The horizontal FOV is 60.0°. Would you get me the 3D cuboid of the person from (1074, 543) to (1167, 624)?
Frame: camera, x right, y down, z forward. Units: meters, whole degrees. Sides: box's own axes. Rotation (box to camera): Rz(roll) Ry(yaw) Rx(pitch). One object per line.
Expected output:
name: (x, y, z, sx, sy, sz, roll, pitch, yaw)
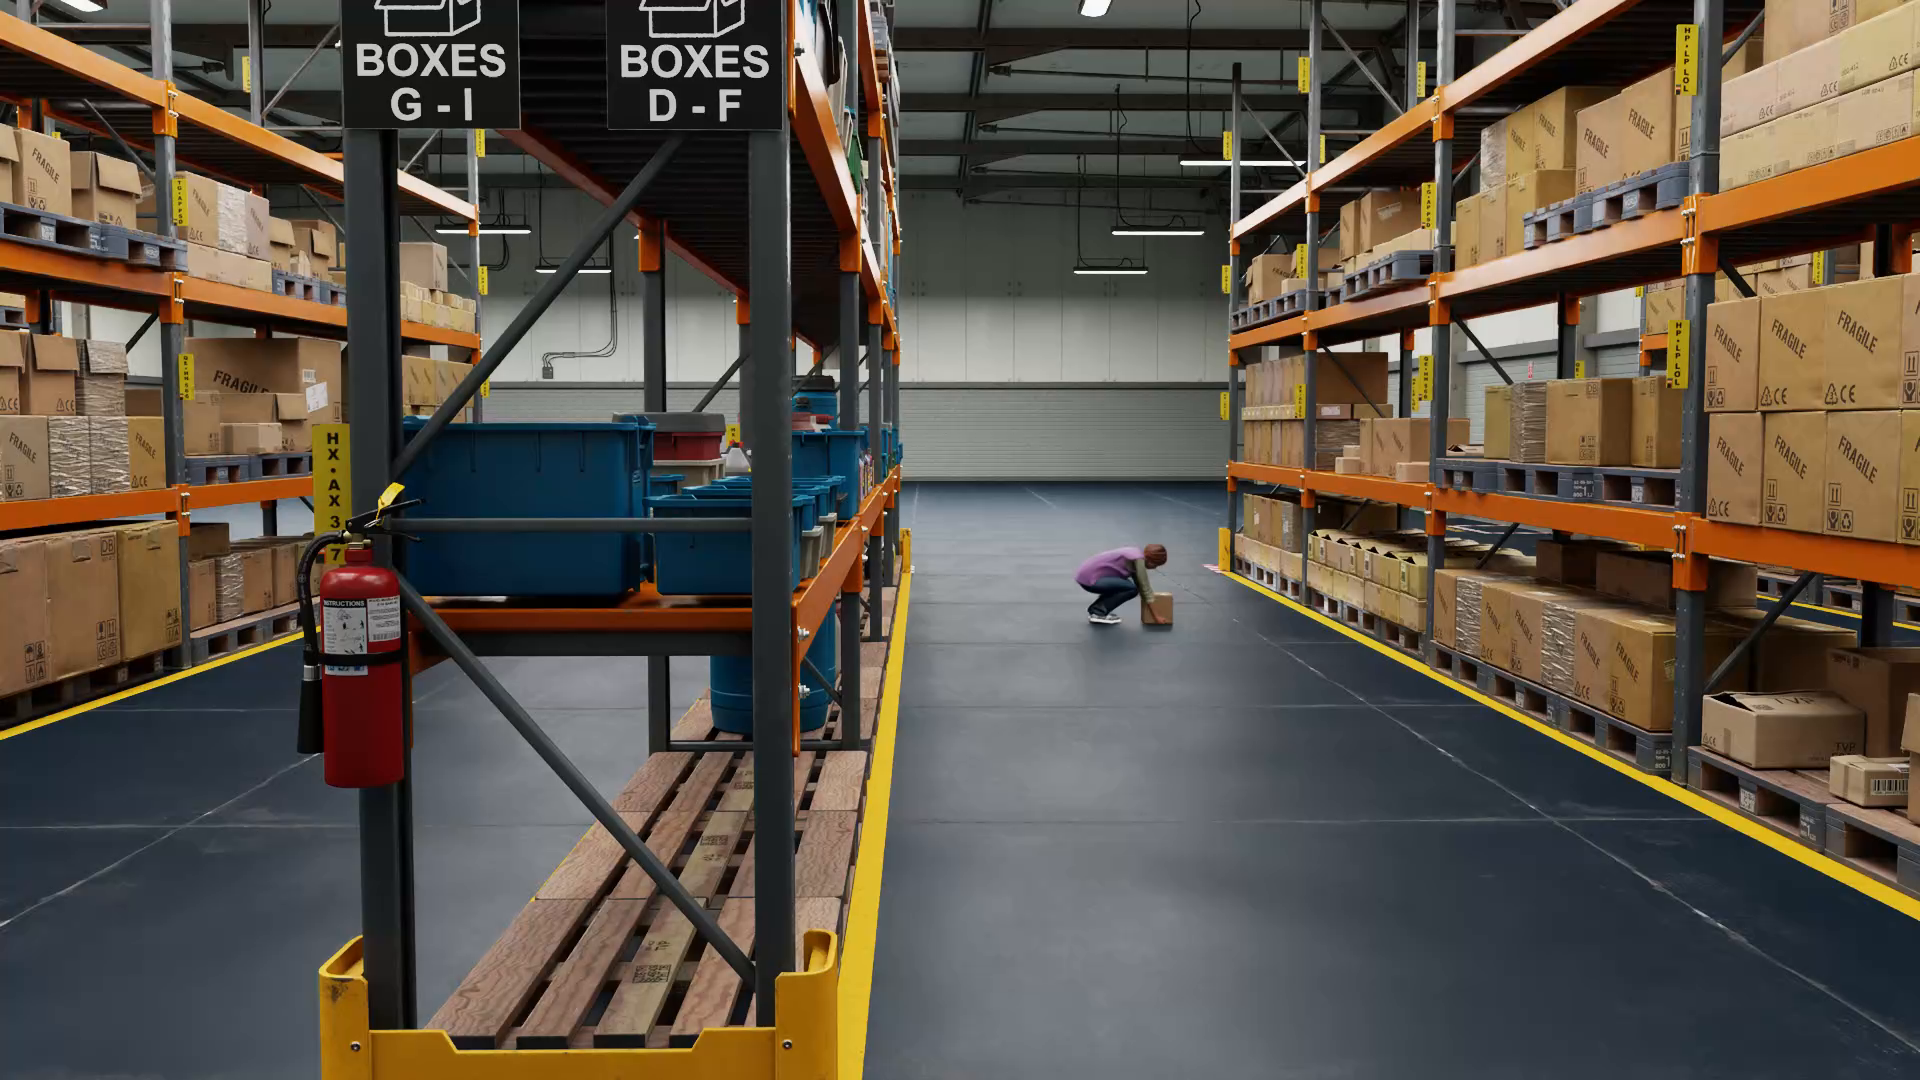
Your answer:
person: (1.426, 0.413, 14.750, 0.839, 0.761, 0.432, 0, 4, -2)
